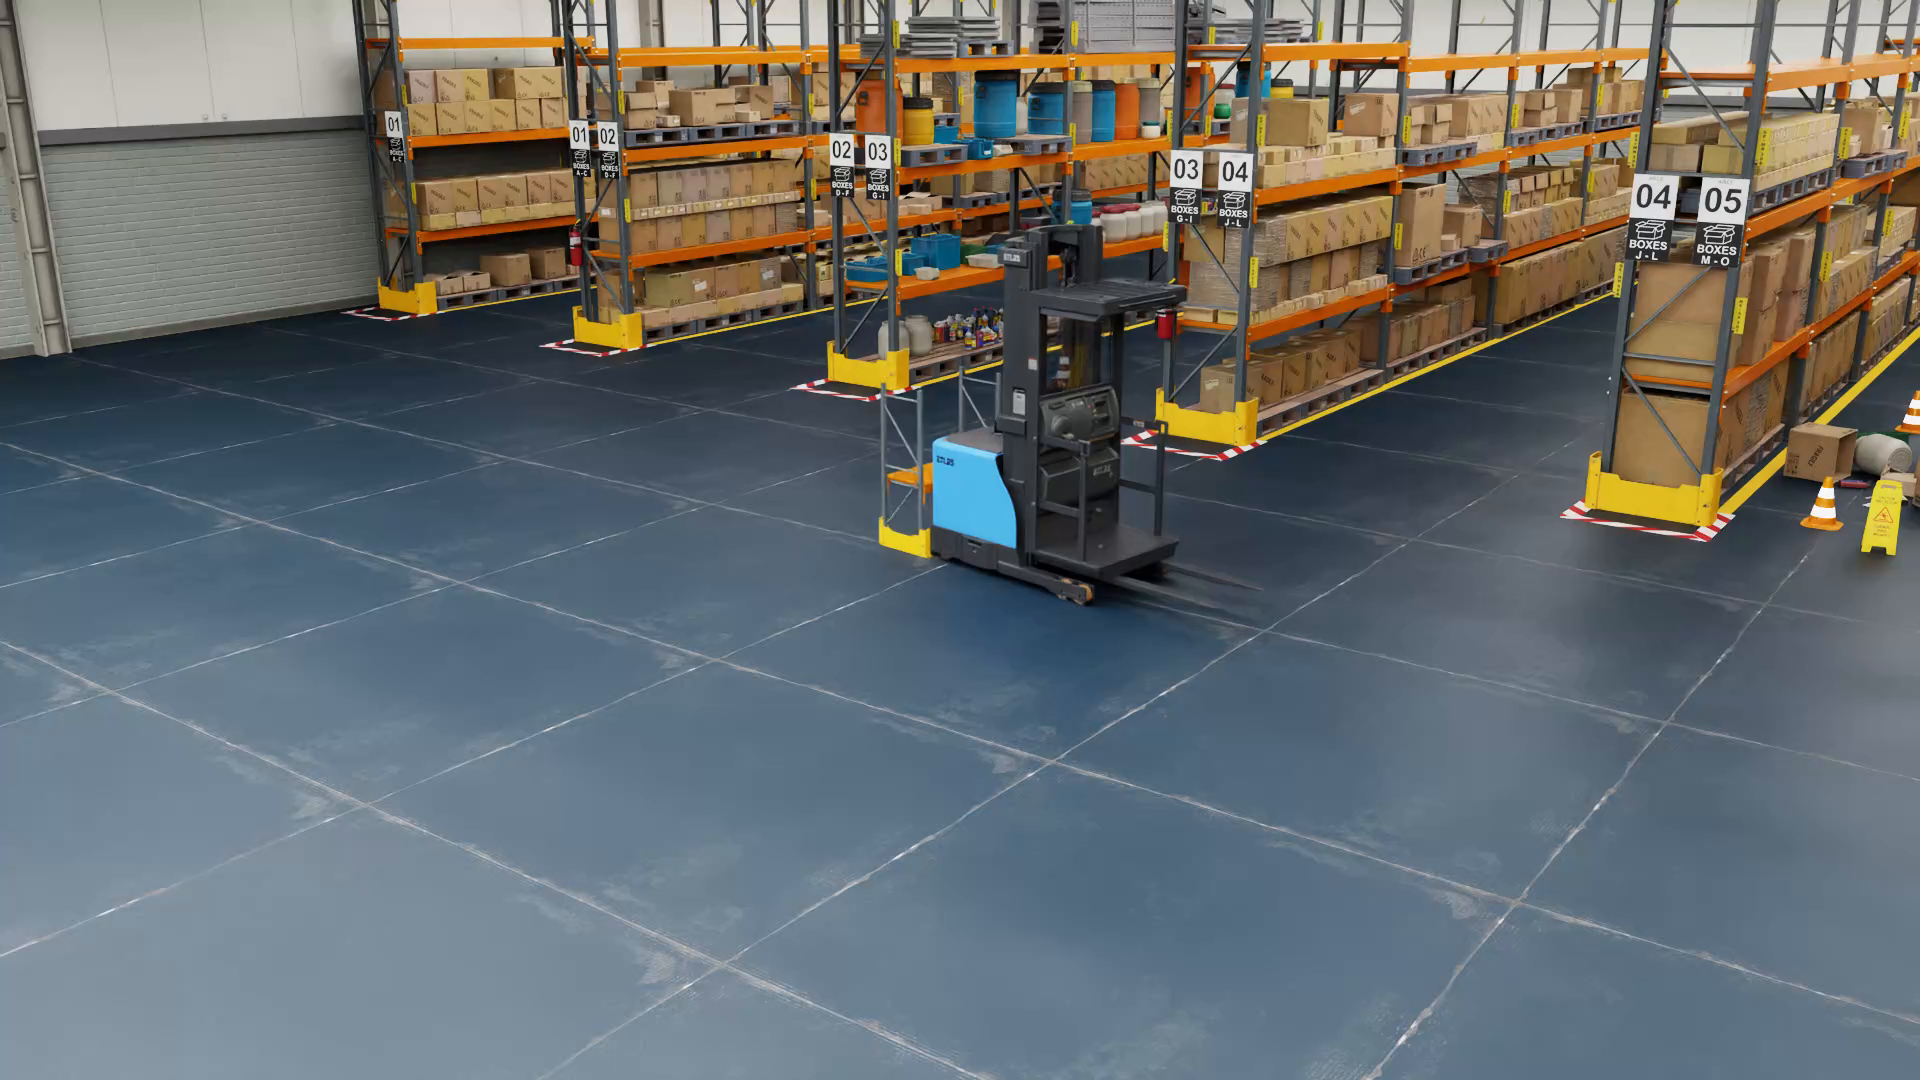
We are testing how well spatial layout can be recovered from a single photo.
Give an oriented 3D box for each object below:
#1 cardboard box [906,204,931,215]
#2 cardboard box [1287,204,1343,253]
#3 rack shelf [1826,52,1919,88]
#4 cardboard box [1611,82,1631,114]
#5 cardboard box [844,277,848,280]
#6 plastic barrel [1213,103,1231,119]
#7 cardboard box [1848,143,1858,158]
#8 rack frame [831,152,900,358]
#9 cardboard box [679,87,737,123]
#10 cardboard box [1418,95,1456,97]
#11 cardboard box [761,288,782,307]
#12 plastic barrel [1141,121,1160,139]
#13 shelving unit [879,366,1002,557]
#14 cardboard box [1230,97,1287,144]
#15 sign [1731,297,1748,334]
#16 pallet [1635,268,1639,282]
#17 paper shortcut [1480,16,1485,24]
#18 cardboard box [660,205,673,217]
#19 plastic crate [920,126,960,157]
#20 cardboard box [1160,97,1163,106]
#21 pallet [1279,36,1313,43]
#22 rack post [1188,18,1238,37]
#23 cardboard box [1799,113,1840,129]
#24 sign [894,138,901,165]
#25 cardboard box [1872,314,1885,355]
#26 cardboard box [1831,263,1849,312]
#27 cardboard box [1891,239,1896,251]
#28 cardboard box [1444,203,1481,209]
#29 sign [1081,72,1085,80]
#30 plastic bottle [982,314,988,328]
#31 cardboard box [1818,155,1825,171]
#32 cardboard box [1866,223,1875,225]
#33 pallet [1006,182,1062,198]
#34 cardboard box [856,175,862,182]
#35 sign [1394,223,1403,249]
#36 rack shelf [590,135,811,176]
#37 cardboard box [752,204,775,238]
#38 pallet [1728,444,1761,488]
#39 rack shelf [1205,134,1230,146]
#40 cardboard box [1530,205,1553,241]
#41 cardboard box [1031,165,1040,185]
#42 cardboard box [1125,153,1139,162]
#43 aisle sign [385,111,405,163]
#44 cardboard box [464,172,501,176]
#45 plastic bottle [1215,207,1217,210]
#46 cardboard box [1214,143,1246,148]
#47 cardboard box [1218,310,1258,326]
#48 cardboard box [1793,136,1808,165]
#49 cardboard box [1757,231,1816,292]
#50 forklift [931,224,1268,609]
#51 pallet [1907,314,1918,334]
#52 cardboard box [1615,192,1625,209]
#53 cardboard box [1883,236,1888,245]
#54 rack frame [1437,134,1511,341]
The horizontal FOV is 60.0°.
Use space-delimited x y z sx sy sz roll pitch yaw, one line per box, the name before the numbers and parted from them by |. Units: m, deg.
cardboard box | -0.739 -5.874 29.532 0.380 0.149 0.250 12 21 35
cardboard box | 4.202 -3.708 19.776 0.500 0.500 0.500 12 21 35
rack shelf | 12.644 -6.412 22.612 1.077 0.370 4.000 12 21 35
cardboard box | 11.080 -7.611 28.597 0.700 0.500 0.500 14 22 37
cardboard box | -2.063 -4.366 28.179 0.500 0.250 0.500 13 22 36
plastic barrel | 4.367 -7.152 27.718 0.294 0.245 0.294 0 17 0
cardboard box | 10.113 -4.501 19.176 0.380 0.149 0.250 12 21 35
rack frame | -1.215 -3.476 21.384 1.000 3.000 0.127 12 21 35
cardboard box | -3.890 -6.684 25.539 0.797 0.503 0.637 15 23 41
cardboard box | 6.737 -6.038 23.567 0.500 0.500 0.500 13 21 35
cardboard box | -3.215 -3.926 26.761 0.500 0.250 0.500 12 21 35
plastic barrel | 2.981 -6.403 25.988 0.301 0.262 0.301 0 17 0
shelving unit | -0.157 -0.735 15.087 0.587 1.500 1.083 16 23 41
cardboard box | 3.483 -4.875 19.321 0.500 0.500 0.500 12 21 35
sign | 7.128 -2.052 15.206 0.100 0.325 0.005 12 21 35
pallet | 11.882 -4.875 30.593 1.003 0.211 1.213 12 21 35
paper shortcut | 7.894 -7.845 25.103 0.009 0.170 0.078 24 -4 30
cardboard box | -4.480 -4.887 24.668 0.380 0.149 0.250 13 21 35
plastic crate | -0.321 -5.408 22.576 0.392 0.384 0.575 12 21 35
cardboard box | 3.941 -9.237 35.134 0.500 0.250 0.500 12 21 35
pallet | 5.466 -8.715 29.134 1.003 0.211 1.213 12 21 35
rack post | 3.950 -8.390 27.221 0.954 0.300 0.937 12 21 35
cardboard box | 9.107 -4.451 17.669 0.380 0.149 0.250 12 21 34
sign | -0.776 -4.814 20.622 0.100 0.325 0.005 12 21 35
cardboard box | 12.375 -2.856 22.895 0.500 0.500 0.500 13 21 35
cardboard box | 10.199 -3.017 19.739 0.500 0.500 0.500 12 21 34
cardboard box | 12.825 -4.135 23.222 0.380 0.149 0.250 12 21 33
cardboard box | 7.239 -4.618 24.188 0.500 0.500 0.500 10 20 28
sign | 2.407 -8.980 32.517 0.100 0.325 0.005 12 21 35
plastic bottle | 0.364 -3.161 24.229 0.097 0.271 0.097 0 17 0
cardboard box | 8.806 -3.948 17.395 0.380 0.149 0.250 13 21 35
cardboard box | 12.191 -4.168 22.326 0.380 0.149 0.250 12 21 34
pallet | 1.395 -6.947 32.887 1.003 0.211 1.213 12 21 35
cardboard box | -2.318 -7.725 35.459 0.380 0.149 0.250 13 22 36
sign | 5.586 -3.872 21.203 0.100 0.325 0.005 12 21 35
rack shelf | -4.000 -5.917 25.402 1.077 0.370 4.000 12 21 35
cardboard box | -3.376 -5.119 26.507 0.700 0.500 0.500 12 21 34
pallet | 7.827 -0.862 17.669 1.003 0.211 1.213 12 21 35
rack shelf | 4.743 -6.946 28.716 1.077 0.370 4.000 12 21 35
cardboard box | 8.945 -4.986 26.079 0.500 0.500 0.500 13 21 35
cardboard box | 1.138 -7.210 32.533 0.500 0.500 0.700 -16 23 -42
cardboard box | 3.386 -8.166 34.634 0.500 0.500 0.500 13 22 36
aisle sign | -8.974 -6.398 26.410 0.394 0.787 0.004 12 21 35
cardboard box | -8.149 -6.034 28.578 0.500 0.500 0.500 13 21 35
plastic bottle | 4.301 -5.441 27.912 0.061 0.283 0.133 12 21 35
cardboard box | 3.132 -4.463 19.086 0.380 0.149 0.250 13 21 35
cardboard box | 3.124 -2.506 18.686 0.380 0.149 0.250 12 21 35
cardboard box | 8.080 -3.881 16.508 0.500 0.250 0.500 12 21 34
cardboard box | 8.587 -3.007 17.800 0.875 0.550 0.550 12 21 35
forklift | 1.147 -1.046 13.675 3.031 2.935 1.130 16 24 42
pallet | 14.207 -3.393 25.819 1.003 0.211 1.213 12 21 35
cardboard box | 11.307 -5.953 29.112 0.500 0.250 0.500 12 21 35
cardboard box | 12.368 -4.097 22.599 0.380 0.149 0.250 13 21 35
rack frame | 7.529 -4.506 24.702 1.000 3.000 0.127 12 21 35
